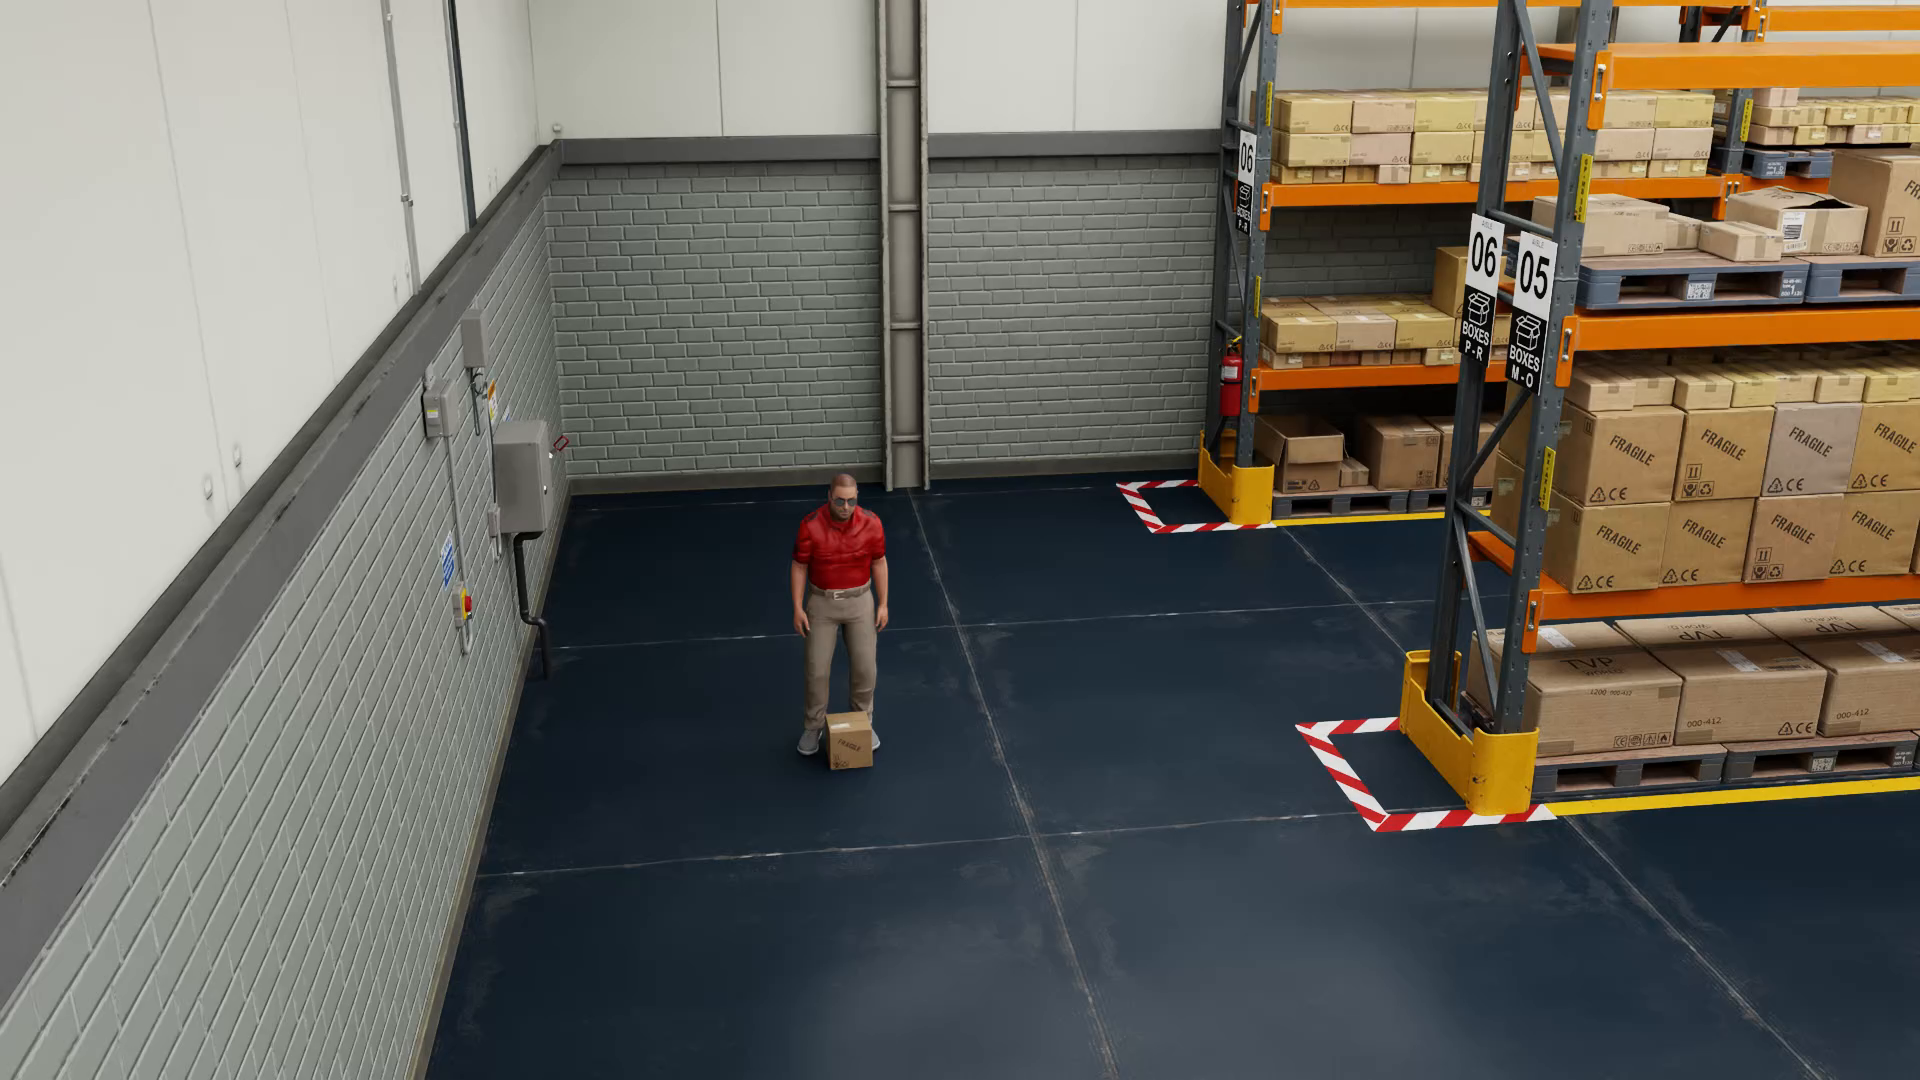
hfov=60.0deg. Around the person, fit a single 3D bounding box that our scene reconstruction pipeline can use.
[{"bbox_3d":[-0.713,0.420,9.934,0.594,1.725,0.402,-4,20,-11],"label":"person"}]
